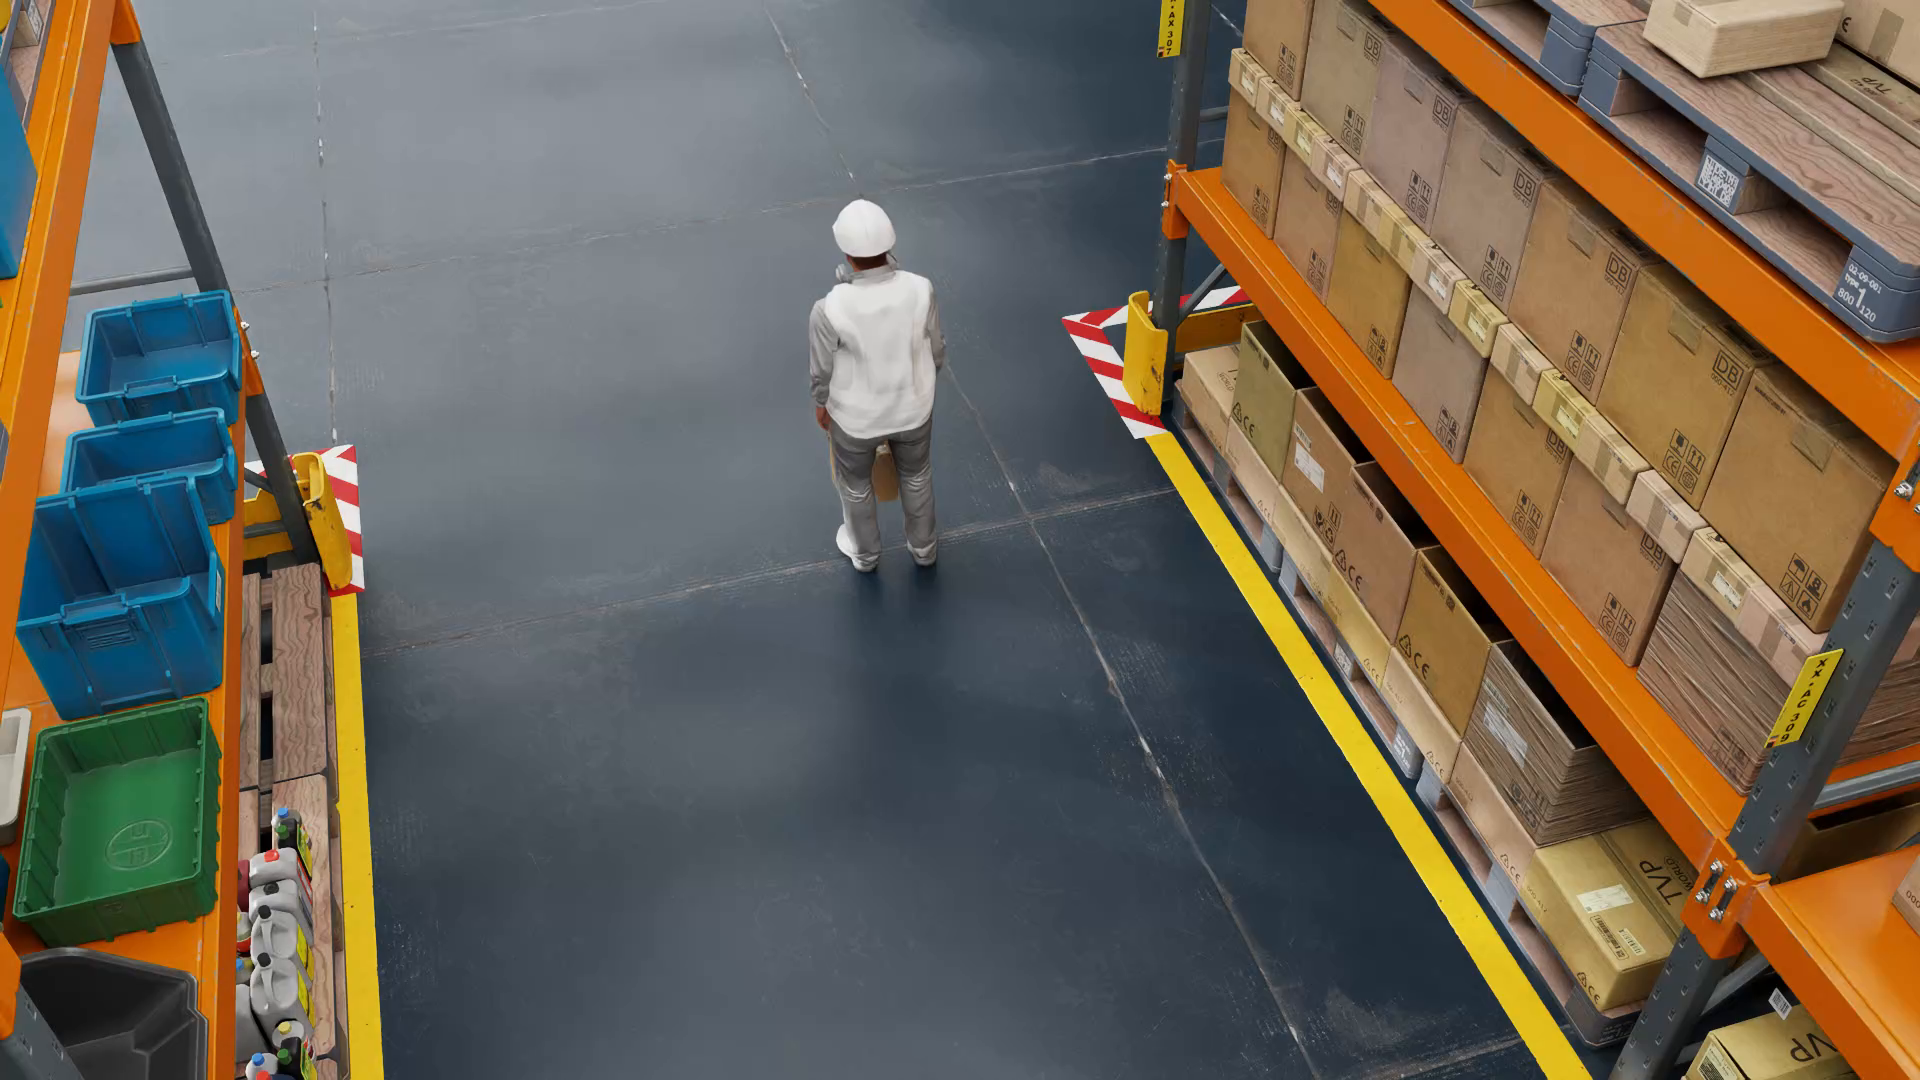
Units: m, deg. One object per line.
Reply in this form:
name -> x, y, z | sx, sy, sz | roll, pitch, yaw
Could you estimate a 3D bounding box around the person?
person -> -0.339, -0.575, 6.780 | 0.577, 1.771, 0.466 | -13, 43, -14
